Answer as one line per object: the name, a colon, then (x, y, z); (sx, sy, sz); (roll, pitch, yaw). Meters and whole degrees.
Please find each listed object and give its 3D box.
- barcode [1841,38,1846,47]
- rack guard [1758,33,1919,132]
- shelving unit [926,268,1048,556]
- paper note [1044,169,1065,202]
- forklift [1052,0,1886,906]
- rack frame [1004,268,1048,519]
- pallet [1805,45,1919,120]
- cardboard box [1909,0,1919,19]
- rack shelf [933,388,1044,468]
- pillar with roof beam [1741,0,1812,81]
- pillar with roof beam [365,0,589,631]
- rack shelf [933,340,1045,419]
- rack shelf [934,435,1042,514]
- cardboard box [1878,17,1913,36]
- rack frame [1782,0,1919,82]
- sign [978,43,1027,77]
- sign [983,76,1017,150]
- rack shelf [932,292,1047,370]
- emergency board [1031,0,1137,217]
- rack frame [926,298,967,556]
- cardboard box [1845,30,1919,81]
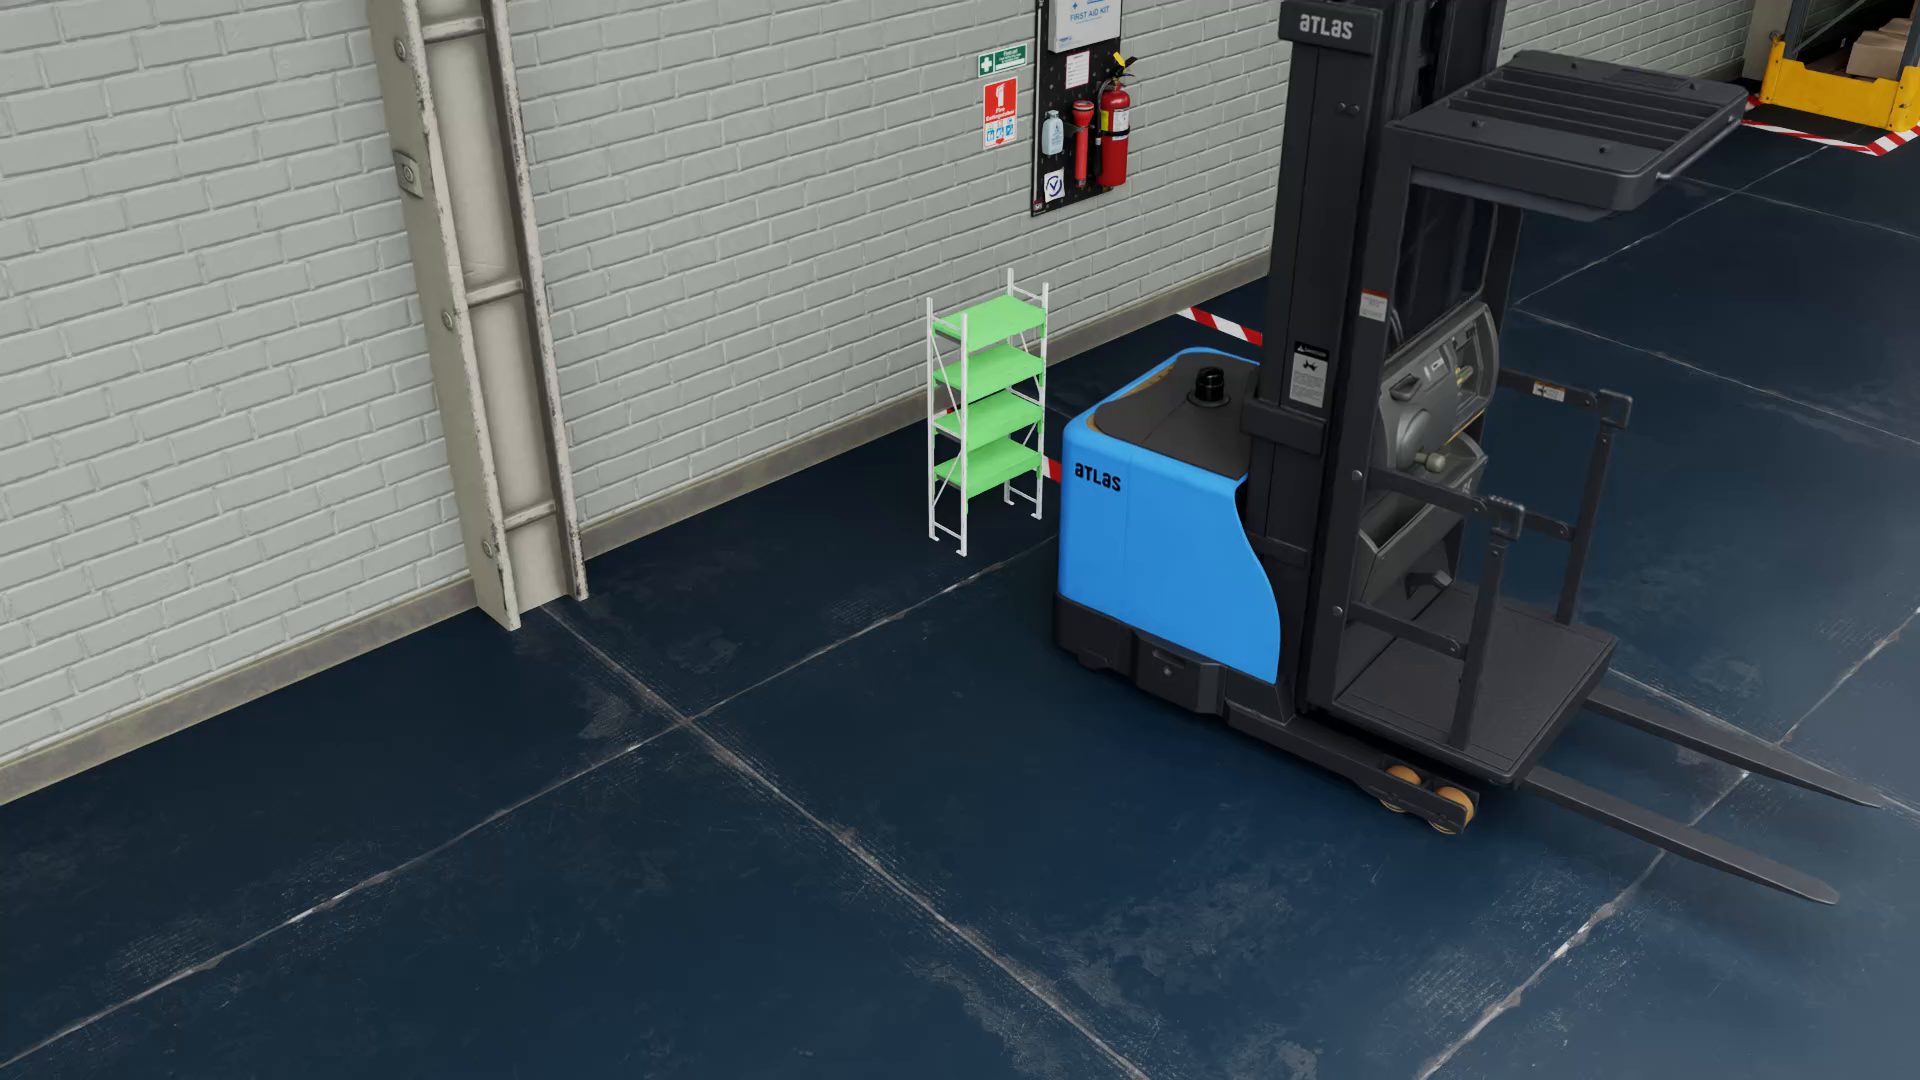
barcode: (7.300, -4.110, 13.743); (0.075, 0.075, 0.001); (-26, 40, -35)
rack guard: (7.046, -3.656, 13.249); (0.348, 0.500, 1.175); (-26, 40, -35)
shelving unit: (0.121, -0.571, 7.533); (0.503, 1.200, 0.258); (-26, 40, -35)
paper note: (0.501, -1.872, 8.781); (0.142, 0.148, 0.016); (-26, 40, -35)
forklift: (1.855, -0.503, 5.763); (3.031, 2.935, 1.130); (22, 38, 32)
rack frame: (0.300, -0.657, 7.675); (0.015, 1.200, 0.240); (-26, 40, -35)
pallet: (7.666, -3.807, 13.774); (1.213, 0.211, 1.003); (-26, 40, -35)
cardboard box: (8.549, -4.471, 14.161); (0.700, 0.500, 0.500); (26, 40, 36)
rack shelf: (0.121, -0.516, 7.566); (0.480, 0.148, 0.258); (-26, 40, -35)
pillar with roof beam: (9.842, -6.187, 9.242); (0.400, 9.000, 9.100); (-26, 40, -35)
pillar with roof beam: (1.043, -1.931, 2.281); (0.400, 9.000, 9.100); (-26, 40, -35)
rack shelf: (0.121, -0.721, 7.441); (0.480, 0.148, 0.258); (-26, 40, -35)
rack shelf: (0.121, -0.311, 7.692); (0.480, 0.148, 0.258); (-26, 40, -35)
cardboard box: (7.977, -4.149, 13.816); (0.500, 0.311, 0.500); (-22, 38, -32)
rack frame: (6.990, -4.695, 12.553); (0.127, 3.000, 1.000); (-26, 40, -35)
sign: (0.211, -2.367, 8.204); (0.331, 0.109, 0.001); (-26, 40, -35)
sign: (0.202, -2.143, 8.345); (0.234, 0.329, 0.001); (-26, 40, -35)
rack shelf: (0.121, -0.926, 7.316); (0.480, 0.148, 0.258); (-26, 40, -35)
emergency board: (0.678, -2.284, 8.610); (0.643, 1.169, 0.194); (-26, 40, -35)
rack frame: (-0.058, -0.484, 7.391); (0.015, 1.200, 0.240); (-26, 40, -35)
cardboard box: (7.559, -3.947, 13.485); (0.500, 0.311, 0.500); (24, 39, 34)
